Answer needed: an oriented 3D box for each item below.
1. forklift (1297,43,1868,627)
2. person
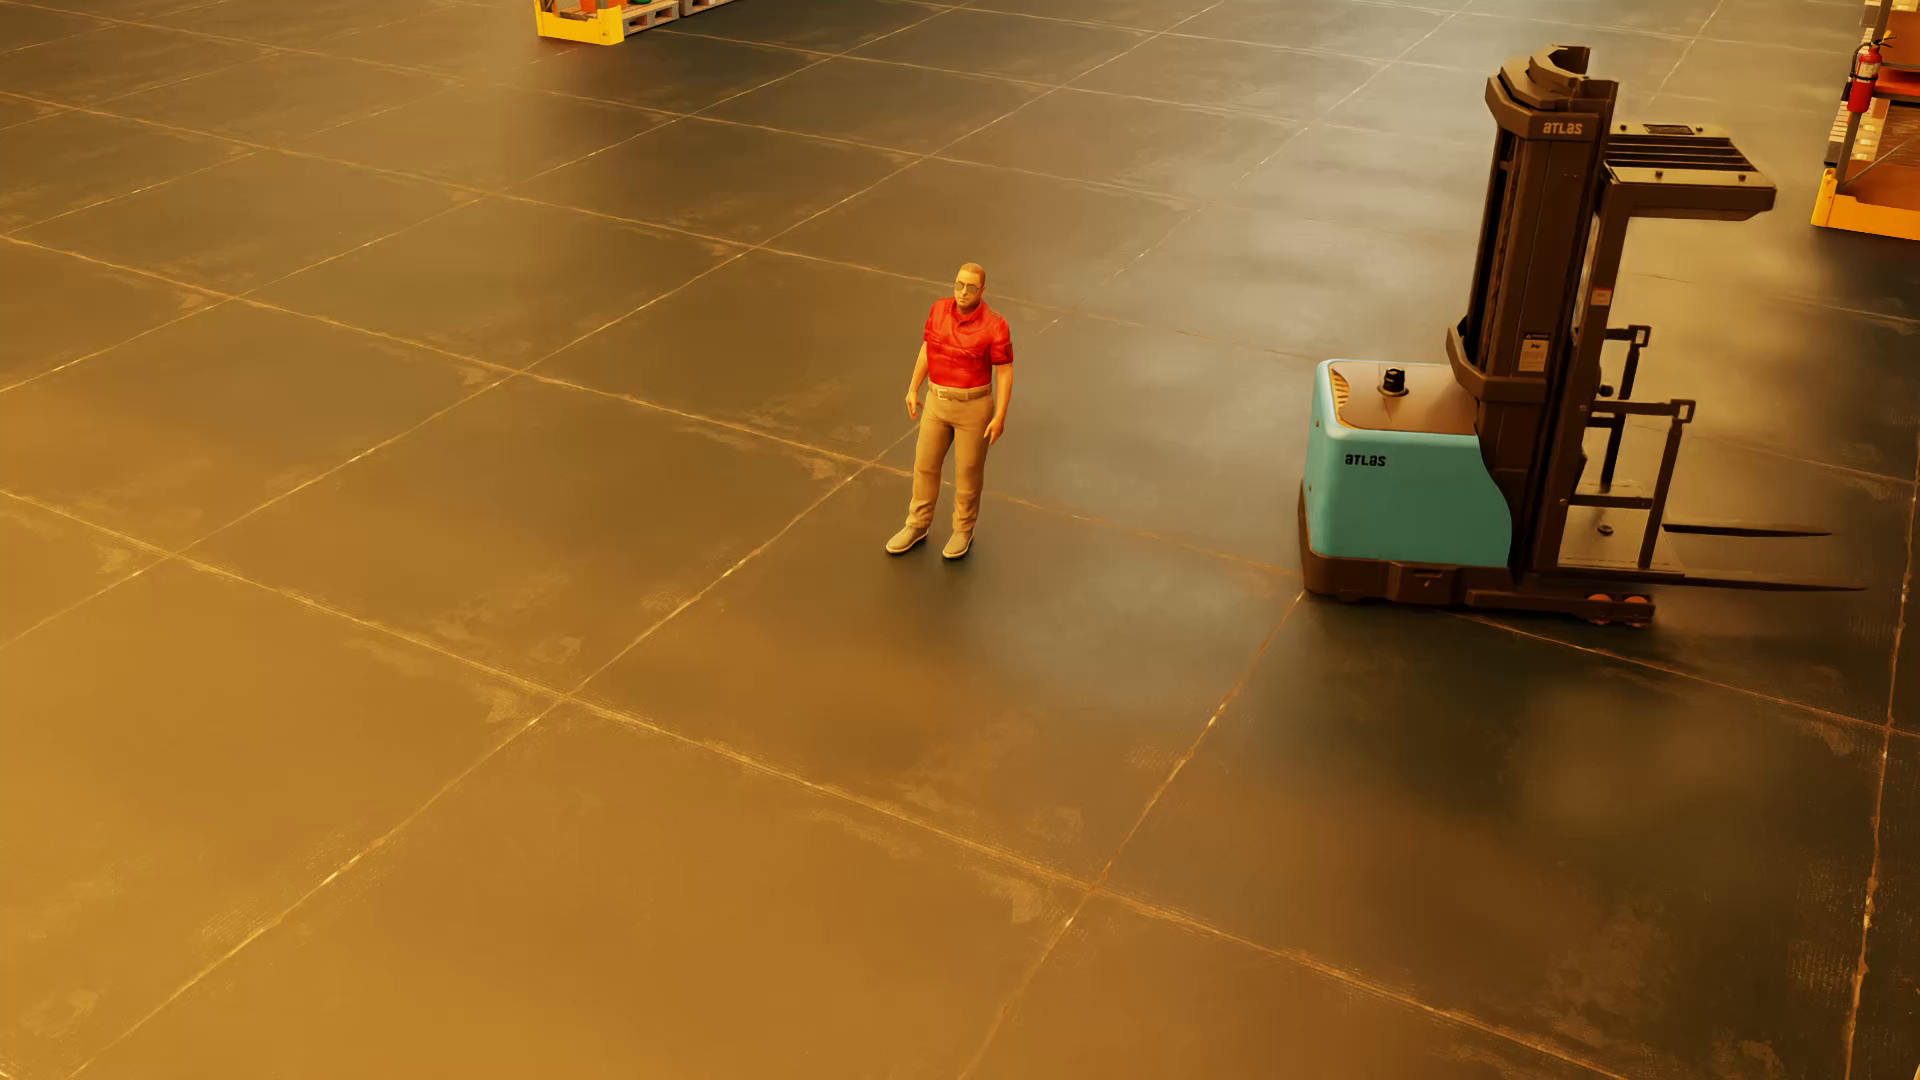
[{"bbox_3d":[3.510,-1.073,8.930,3.031,2.935,1.130,4,30,6],"label":"forklift"},{"bbox_3d":[-0.054,-0.719,9.503,0.641,1.728,0.550,15,33,25],"label":"person"}]
